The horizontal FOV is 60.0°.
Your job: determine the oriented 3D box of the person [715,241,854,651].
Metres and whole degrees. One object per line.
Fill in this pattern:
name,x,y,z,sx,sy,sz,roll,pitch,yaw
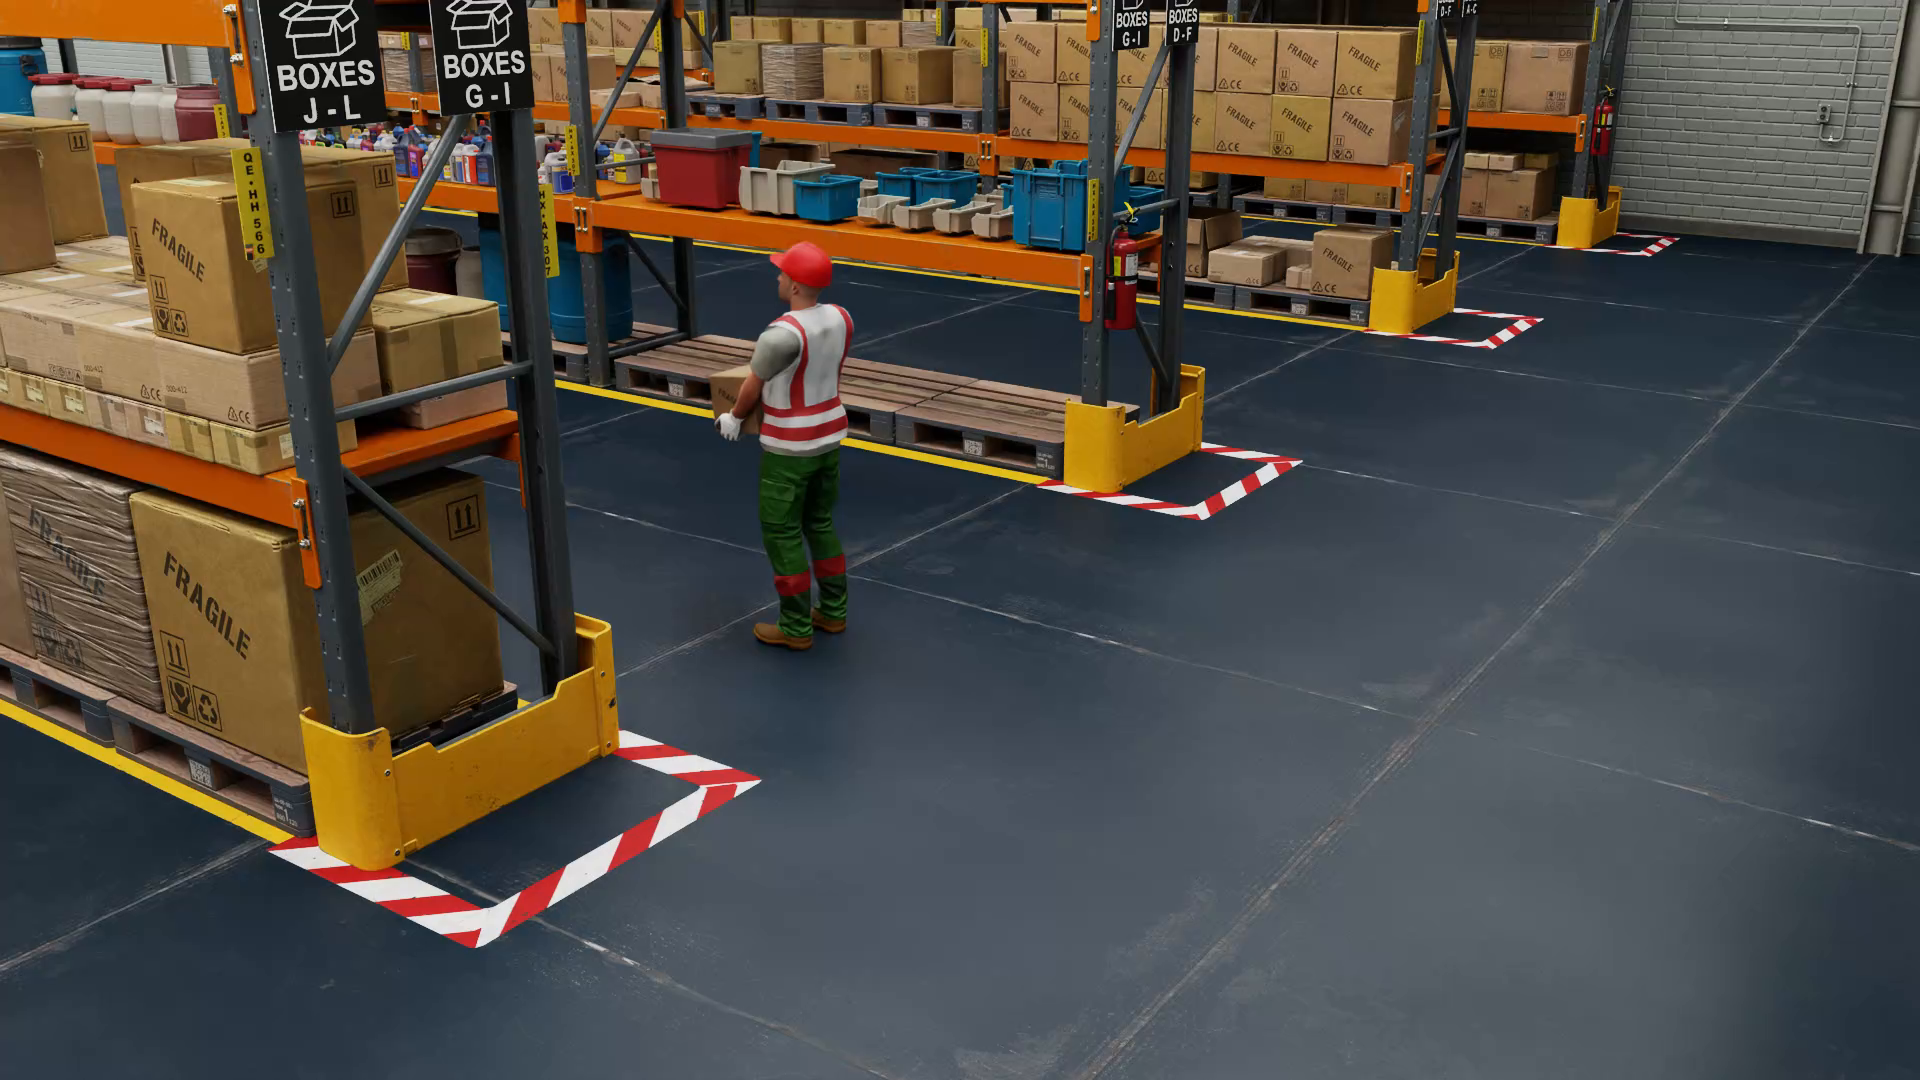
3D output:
person,-0.768,-0.420,7.223,0.563,1.782,0.493,13,23,33
